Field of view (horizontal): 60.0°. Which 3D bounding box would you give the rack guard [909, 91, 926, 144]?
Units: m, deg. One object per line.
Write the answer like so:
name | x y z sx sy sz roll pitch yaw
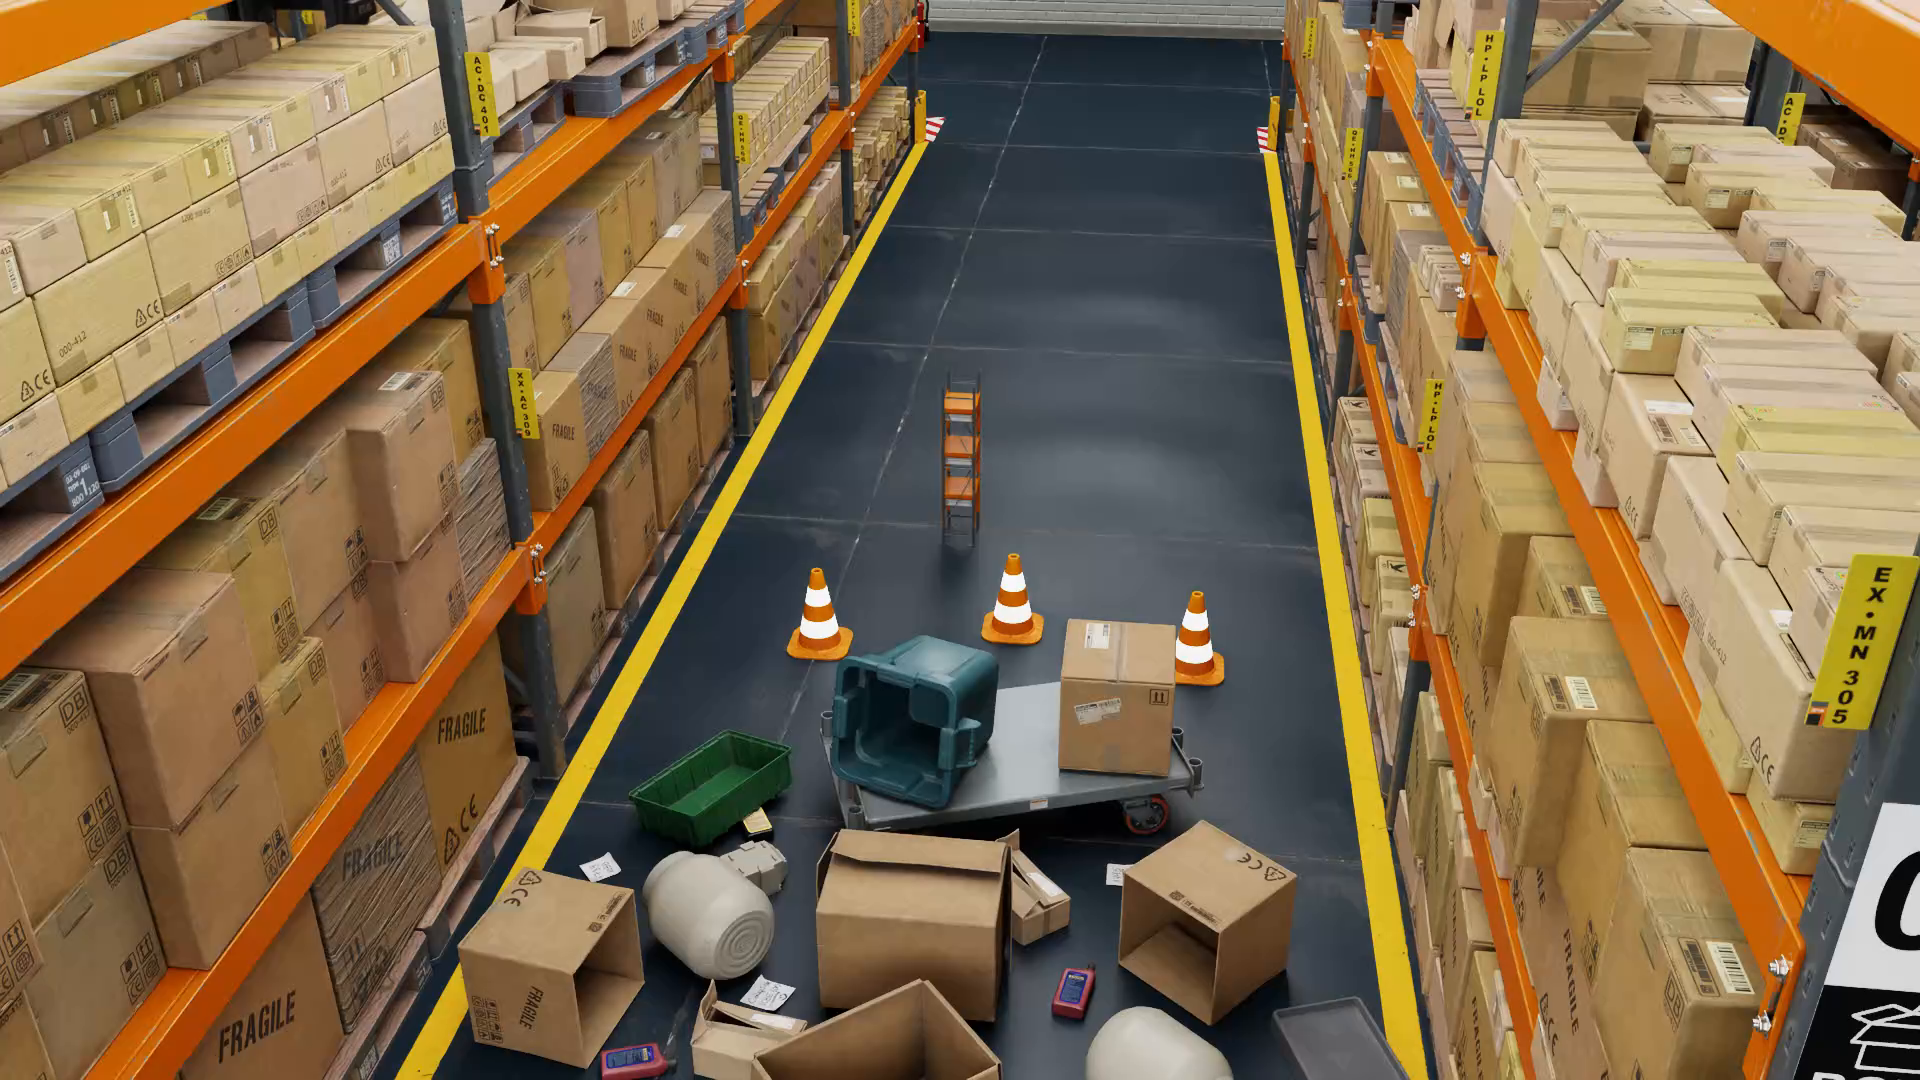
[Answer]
rack guard | -0.973 -4.716 18.477 1.175 0.500 0.348 3 28 6

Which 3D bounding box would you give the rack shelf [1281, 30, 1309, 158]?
rack shelf | 3.716 -4.354 15.928 1.077 0.370 4.000 3 28 6

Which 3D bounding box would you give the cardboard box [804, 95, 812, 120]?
cardboard box | -1.401 -3.488 13.384 0.380 0.149 0.250 2 28 4

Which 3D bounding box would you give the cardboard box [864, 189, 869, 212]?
cardboard box | -1.058 -3.177 15.548 0.380 0.149 0.250 4 29 8

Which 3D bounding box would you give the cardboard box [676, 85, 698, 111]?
cardboard box | -2.179 -3.289 12.387 0.380 0.149 0.250 5 29 9

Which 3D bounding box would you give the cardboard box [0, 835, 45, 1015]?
cardboard box | -2.841 0.965 3.999 0.875 0.550 0.550 3 28 6

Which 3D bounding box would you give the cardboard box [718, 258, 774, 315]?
cardboard box | -1.620 -1.812 11.853 0.500 0.250 0.500 2 28 4

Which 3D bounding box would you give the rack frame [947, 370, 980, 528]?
rack frame | 0.022 -0.545 10.154 0.200 1.050 0.008 3 28 6

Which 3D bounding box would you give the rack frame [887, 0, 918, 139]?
rack frame | -0.964 -5.852 17.951 1.000 3.000 0.127 3 28 6

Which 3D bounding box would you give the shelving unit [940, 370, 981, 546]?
shelving unit | 0.007 -0.487 10.048 0.215 1.050 0.252 3 28 6

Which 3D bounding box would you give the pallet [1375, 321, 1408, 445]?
pallet | 2.779 -0.828 8.827 1.003 0.211 1.213 3 28 6

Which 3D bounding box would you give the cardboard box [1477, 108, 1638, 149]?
cardboard box | 2.419 -1.687 6.771 0.500 0.250 0.500 3 28 5

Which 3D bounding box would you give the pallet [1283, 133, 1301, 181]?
pallet | 3.941 -4.004 17.459 1.003 0.211 1.213 3 28 6

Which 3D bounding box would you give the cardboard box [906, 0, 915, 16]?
cardboard box | -0.764 -5.801 17.436 0.500 0.500 0.500 4 29 7

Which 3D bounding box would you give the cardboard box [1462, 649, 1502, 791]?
cardboard box | 2.047 0.525 5.693 0.500 0.500 0.500 3 28 6

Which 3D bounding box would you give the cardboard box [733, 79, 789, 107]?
cardboard box | -1.502 -3.365 12.529 0.380 0.149 0.250 3 28 5

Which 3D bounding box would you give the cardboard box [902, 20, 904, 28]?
cardboard box | -0.791 -5.457 17.482 0.380 0.149 0.250 3 28 6

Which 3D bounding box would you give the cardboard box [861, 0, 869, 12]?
cardboard box | -1.109 -5.028 14.947 0.500 0.500 0.500 3 28 5

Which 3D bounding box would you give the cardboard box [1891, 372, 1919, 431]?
cardboard box | 2.393 -0.267 3.844 0.380 0.149 0.250 3 28 6

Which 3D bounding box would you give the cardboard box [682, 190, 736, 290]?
cardboard box | -1.733 -1.903 10.515 0.500 0.500 0.500 3 28 6

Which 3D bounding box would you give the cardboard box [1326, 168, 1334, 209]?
cardboard box | 2.910 -2.511 11.907 0.500 0.250 0.500 3 28 6

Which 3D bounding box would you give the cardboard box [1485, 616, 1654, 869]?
cardboard box | 1.876 0.567 4.562 0.700 0.500 0.500 3 28 6

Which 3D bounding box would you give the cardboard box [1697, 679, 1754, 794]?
cardboard box | 1.765 0.406 3.436 0.380 0.149 0.250 4 29 7

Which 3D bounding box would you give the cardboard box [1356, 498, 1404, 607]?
cardboard box | 2.721 0.095 9.239 0.950 0.372 0.625 4 29 8

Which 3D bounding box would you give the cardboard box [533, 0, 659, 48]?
cardboard box | -1.879 -2.846 8.553 0.500 0.500 0.500 3 28 6

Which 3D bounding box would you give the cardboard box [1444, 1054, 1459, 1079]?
cardboard box | 1.963 2.059 5.723 0.500 0.250 0.500 2 28 4

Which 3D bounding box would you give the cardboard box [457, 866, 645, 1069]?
cardboard box | -1.606 1.686 6.591 0.500 0.500 0.500 8 29 15

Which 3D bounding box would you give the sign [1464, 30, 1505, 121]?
sign | 1.939 -1.716 6.149 0.100 0.325 0.005 3 28 6

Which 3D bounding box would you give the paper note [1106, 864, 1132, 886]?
paper note | 0.733 1.494 7.445 0.148 0.019 0.142 3 28 6

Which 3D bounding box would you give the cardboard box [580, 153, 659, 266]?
cardboard box | -2.131 -1.880 9.418 0.700 0.500 0.500 3 28 5

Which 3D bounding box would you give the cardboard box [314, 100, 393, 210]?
cardboard box | -2.302 -1.334 5.696 0.500 0.250 0.500 3 28 6

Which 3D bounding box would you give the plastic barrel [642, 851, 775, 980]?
plastic barrel | -1.051 1.553 6.920 0.421 0.421 0.512 -24 36 -37

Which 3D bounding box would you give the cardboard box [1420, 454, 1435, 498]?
cardboard box | 2.280 -0.296 7.459 0.380 0.149 0.250 4 29 7

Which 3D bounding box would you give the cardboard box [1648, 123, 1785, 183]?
cardboard box | 2.669 -1.363 5.879 0.380 0.149 0.250 4 29 7

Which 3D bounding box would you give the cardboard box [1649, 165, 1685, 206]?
cardboard box | 2.704 -1.125 5.857 0.500 0.250 0.500 3 28 6

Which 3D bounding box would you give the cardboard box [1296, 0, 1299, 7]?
cardboard box | 3.508 -5.401 15.953 0.500 0.500 0.500 3 28 6

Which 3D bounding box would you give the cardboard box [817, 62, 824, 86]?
cardboard box | -1.338 -3.852 13.746 0.380 0.149 0.250 4 29 7

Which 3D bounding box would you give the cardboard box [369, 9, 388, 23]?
cardboard box | -5.923 -5.054 16.314 0.500 0.250 0.500 4 29 7

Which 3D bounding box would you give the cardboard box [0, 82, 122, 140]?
cardboard box | -2.939 -1.362 5.329 0.380 0.149 0.250 4 29 7

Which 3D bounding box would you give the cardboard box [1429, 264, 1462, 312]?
cardboard box | 2.395 -1.165 7.704 0.380 0.149 0.250 3 28 5

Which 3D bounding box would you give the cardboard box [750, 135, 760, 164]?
cardboard box | -1.625 -2.761 11.722 0.380 0.149 0.250 2 28 5

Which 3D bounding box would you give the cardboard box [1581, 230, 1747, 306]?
cardboard box | 2.023 -0.779 4.795 0.380 0.149 0.250 3 28 5

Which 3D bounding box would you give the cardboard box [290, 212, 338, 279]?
cardboard box | -2.286 -0.975 5.451 0.380 0.149 0.250 4 29 7

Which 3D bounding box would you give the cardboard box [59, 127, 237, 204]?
cardboard box | -2.349 -1.088 4.821 0.380 0.149 0.250 4 29 7

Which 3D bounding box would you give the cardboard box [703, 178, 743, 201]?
cardboard box | -1.689 -2.360 11.290 0.380 0.149 0.250 3 28 5

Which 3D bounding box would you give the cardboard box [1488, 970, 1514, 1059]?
cardboard box | 1.886 1.518 5.252 0.380 0.149 0.250 5 29 8

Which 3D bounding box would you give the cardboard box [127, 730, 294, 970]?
cardboard box | -2.685 0.919 5.223 0.875 0.550 0.550 3 28 6

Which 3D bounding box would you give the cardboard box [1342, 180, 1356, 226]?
cardboard box | 2.788 -2.243 10.883 0.500 0.250 0.500 3 28 6

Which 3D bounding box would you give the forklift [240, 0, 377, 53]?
forklift | -4.499 -2.194 11.233 1.130 2.935 3.031 4 29 7

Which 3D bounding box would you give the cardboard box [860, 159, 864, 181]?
cardboard box | -1.120 -3.550 15.927 0.380 0.149 0.250 2 28 4

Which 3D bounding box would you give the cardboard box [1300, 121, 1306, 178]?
cardboard box | 3.876 -3.922 16.625 0.875 0.438 0.875 4 29 8

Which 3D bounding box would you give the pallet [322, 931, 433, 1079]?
pallet | -2.752 1.953 6.402 1.003 0.211 1.213 3 28 6

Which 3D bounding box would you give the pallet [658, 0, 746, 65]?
pallet | -1.971 -3.018 9.726 1.213 0.211 1.003 5 29 9

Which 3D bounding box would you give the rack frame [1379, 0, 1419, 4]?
rack frame | 2.981 -4.488 9.092 1.000 3.000 0.127 3 28 6

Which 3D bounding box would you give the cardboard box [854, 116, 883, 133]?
cardboard box | -0.986 -4.171 16.764 0.380 0.149 0.250 2 28 4

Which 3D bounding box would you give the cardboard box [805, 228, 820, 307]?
cardboard box | -1.425 -2.208 13.379 0.500 0.500 0.500 3 28 5
